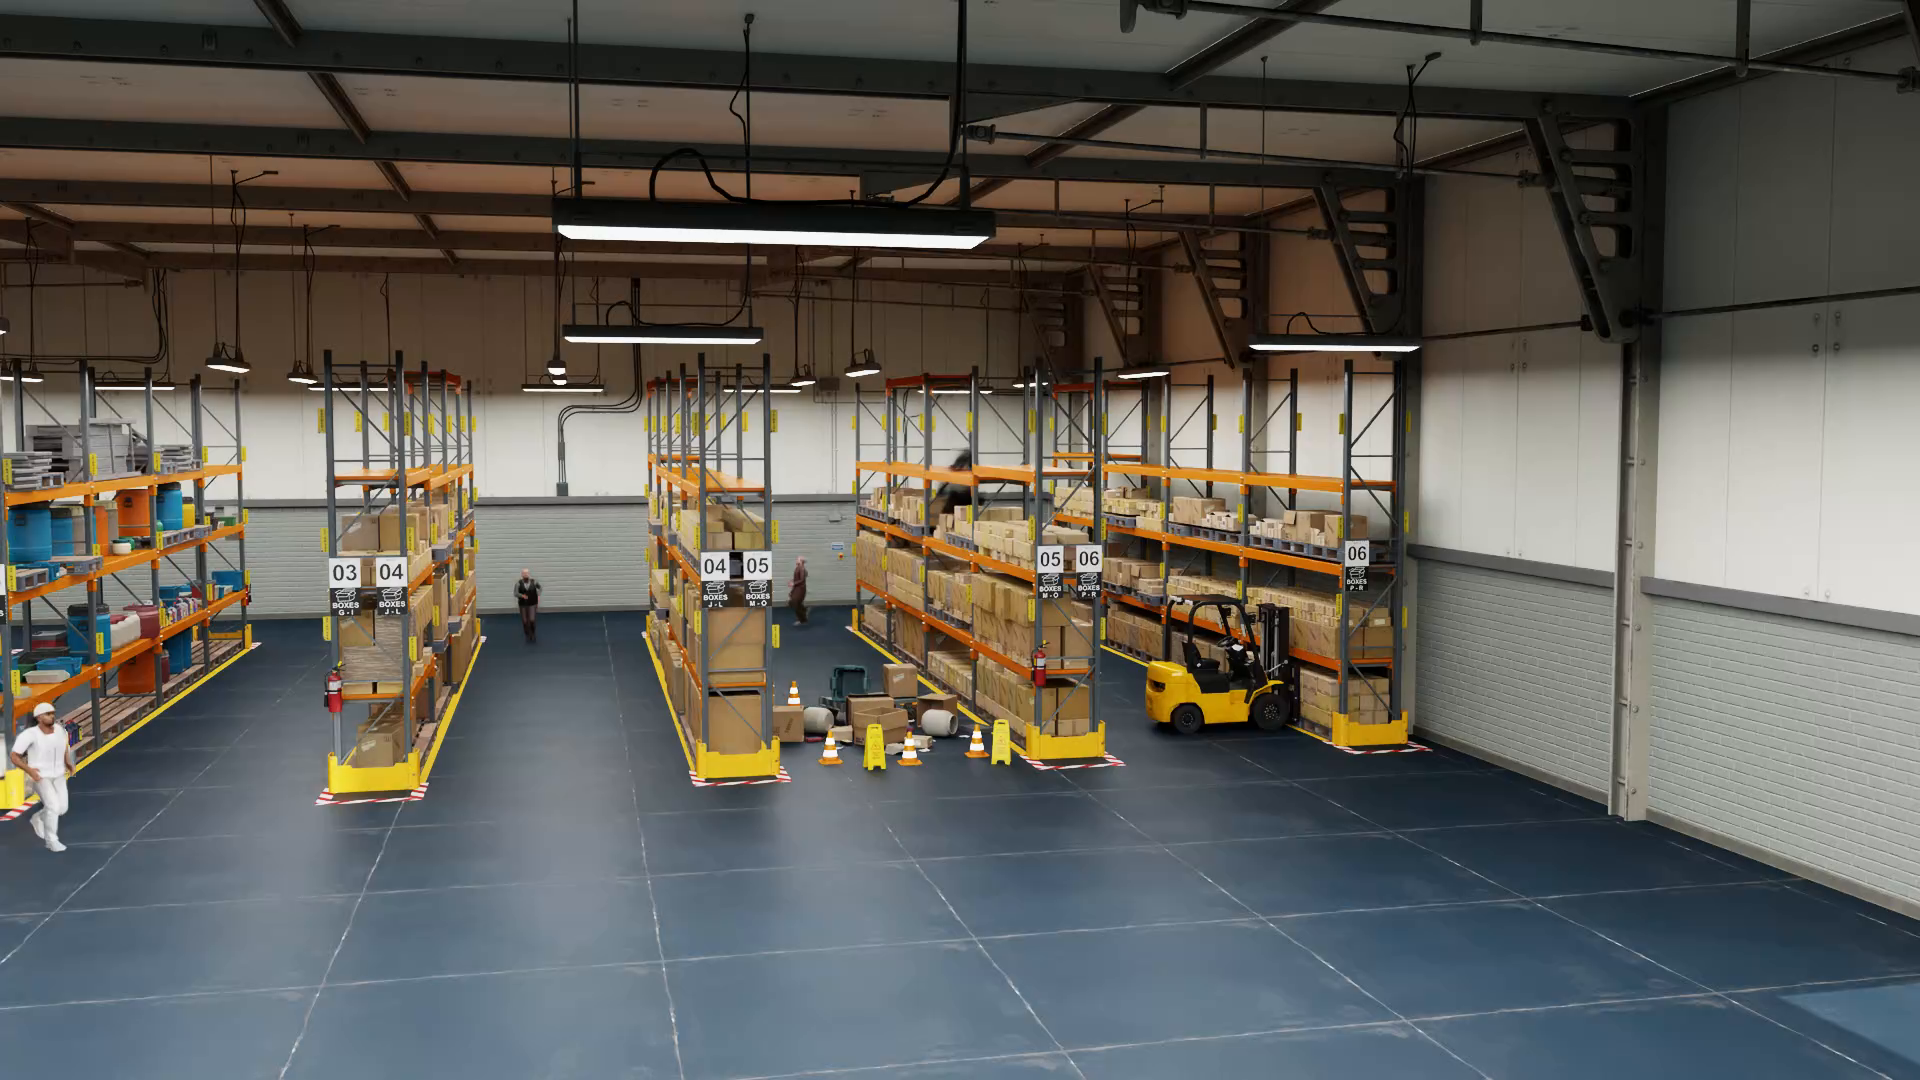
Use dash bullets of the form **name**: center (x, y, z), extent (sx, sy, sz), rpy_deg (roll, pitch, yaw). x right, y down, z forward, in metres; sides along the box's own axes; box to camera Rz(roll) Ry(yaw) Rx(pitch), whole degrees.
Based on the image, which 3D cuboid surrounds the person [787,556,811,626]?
- **person**: center (-4.002, 1.283, 41.417), extent (0.635, 1.697, 0.707), rpy_deg (-1, 4, -13)

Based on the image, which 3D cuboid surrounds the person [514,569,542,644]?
- **person**: center (-9.851, 1.513, 37.912), extent (0.609, 1.714, 0.685), rpy_deg (-1, 4, -10)

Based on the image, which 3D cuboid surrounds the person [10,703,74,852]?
- **person**: center (-10.815, 2.778, 19.598), extent (0.653, 1.739, 0.714), rpy_deg (2, 4, 21)
